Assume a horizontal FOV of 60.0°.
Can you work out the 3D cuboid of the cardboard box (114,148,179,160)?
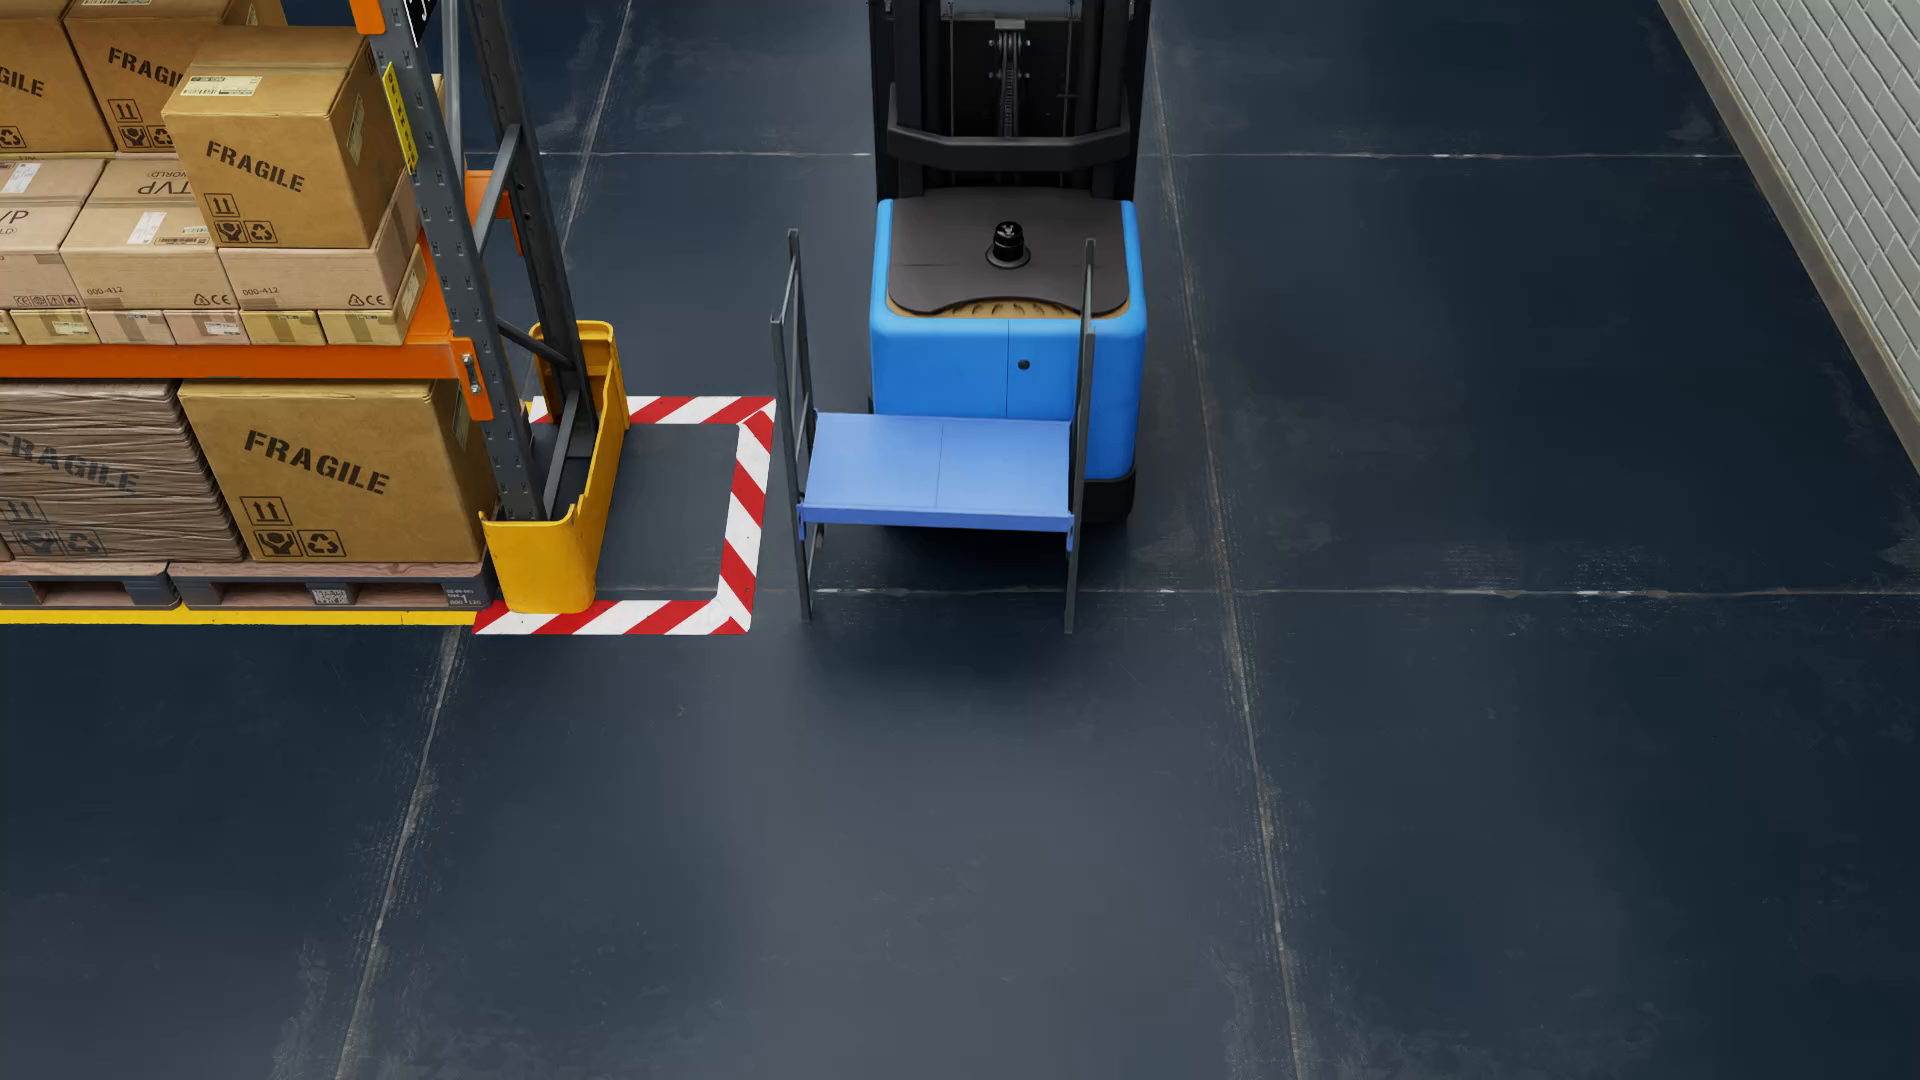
[{"bbox_3d":[-2.631,-1.410,5.912,0.500,0.250,0.500,0,47,0],"label":"cardboard box"}]

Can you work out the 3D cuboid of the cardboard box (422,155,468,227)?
[{"bbox_3d":[-1.986,-1.321,6.102,0.250,0.149,0.380,1,47,1],"label":"cardboard box"}]

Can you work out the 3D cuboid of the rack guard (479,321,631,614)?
[{"bbox_3d":[-1.608,-0.312,6.699,0.348,0.500,1.175,0,47,0],"label":"rack guard"}]

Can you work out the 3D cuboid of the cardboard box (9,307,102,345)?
[{"bbox_3d":[-3.011,-0.840,5.654,0.250,0.149,0.380,-1,47,-1],"label":"cardboard box"}]

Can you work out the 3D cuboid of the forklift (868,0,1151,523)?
[{"bbox_3d":[0.193,-2.128,6.729,1.130,2.935,3.031,0,47,0],"label":"forklift"}]

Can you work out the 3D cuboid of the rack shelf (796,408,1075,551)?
[{"bbox_3d":[-0.076,-0.229,6.184,1.000,0.185,0.538,2,47,2],"label":"rack shelf"}]

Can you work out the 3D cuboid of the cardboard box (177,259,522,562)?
[{"bbox_3d":[-2.272,-0.526,6.355,0.875,0.875,0.875,0,47,0],"label":"cardboard box"}]

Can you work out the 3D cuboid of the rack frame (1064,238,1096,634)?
[{"bbox_3d":[0.432,-0.331,6.034,0.032,1.500,0.500,2,47,2],"label":"rack frame"}]

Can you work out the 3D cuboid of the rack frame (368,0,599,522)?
[{"bbox_3d":[-1.632,-1.164,5.784,0.127,3.000,1.000,0,47,0],"label":"rack frame"}]

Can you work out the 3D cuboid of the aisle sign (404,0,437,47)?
[{"bbox_3d":[-1.561,-1.830,4.628,0.004,0.787,0.394,0,47,0],"label":"aisle sign"}]

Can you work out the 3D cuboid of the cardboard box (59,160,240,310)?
[{"bbox_3d":[-2.625,-1.023,5.552,0.500,0.250,0.500,-1,47,-1],"label":"cardboard box"}]

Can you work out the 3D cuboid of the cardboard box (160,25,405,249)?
[{"bbox_3d":[-2.120,-1.279,5.278,0.500,0.500,0.500,1,47,1],"label":"cardboard box"}]

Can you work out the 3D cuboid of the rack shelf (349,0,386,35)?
[{"bbox_3d":[-3.632,-1.946,4.955,4.000,0.370,1.077,0,47,0],"label":"rack shelf"}]

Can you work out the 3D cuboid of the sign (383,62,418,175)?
[{"bbox_3d":[-1.648,-1.242,4.904,0.005,0.325,0.100,0,47,0],"label":"sign"}]

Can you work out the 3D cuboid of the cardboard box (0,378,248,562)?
[{"bbox_3d":[-3.182,-0.529,6.358,0.875,0.875,0.875,0,47,0],"label":"cardboard box"}]

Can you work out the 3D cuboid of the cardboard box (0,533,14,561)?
[{"bbox_3d":[-4.072,-0.531,6.360,0.875,0.875,0.875,0,47,0],"label":"cardboard box"}]

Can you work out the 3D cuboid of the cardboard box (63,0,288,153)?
[{"bbox_3d":[-2.611,-1.670,5.642,0.500,0.500,0.500,-1,47,-1],"label":"cardboard box"}]

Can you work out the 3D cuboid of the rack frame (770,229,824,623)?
[{"bbox_3d":[-0.583,-0.372,6.071,0.032,1.500,0.500,2,47,2],"label":"rack frame"}]

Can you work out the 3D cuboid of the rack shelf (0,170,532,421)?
[{"bbox_3d":[-3.632,-0.924,6.053,4.000,0.370,1.077,0,47,0],"label":"rack shelf"}]

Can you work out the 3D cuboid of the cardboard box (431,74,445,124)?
[{"bbox_3d":[-2.111,-1.413,5.915,0.500,0.250,0.500,-1,47,-1],"label":"cardboard box"}]

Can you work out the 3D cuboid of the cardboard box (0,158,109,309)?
[{"bbox_3d":[-3.134,-1.024,5.553,0.500,0.250,0.500,-1,47,-1],"label":"cardboard box"}]

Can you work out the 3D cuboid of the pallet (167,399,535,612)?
[{"bbox_3d":[-2.432,-0.159,6.754,1.213,0.211,1.003,0,47,0],"label":"pallet"}]

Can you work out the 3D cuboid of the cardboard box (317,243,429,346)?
[{"bbox_3d":[-1.989,-0.838,5.653,0.250,0.149,0.380,1,47,1],"label":"cardboard box"}]

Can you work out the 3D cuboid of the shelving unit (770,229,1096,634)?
[{"bbox_3d":[-0.076,-0.351,6.052,1.048,1.500,0.538,2,47,2],"label":"shelving unit"}]

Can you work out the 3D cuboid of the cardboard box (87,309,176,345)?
[{"bbox_3d":[-2.751,-0.841,5.655,0.250,0.149,0.380,1,47,1],"label":"cardboard box"}]

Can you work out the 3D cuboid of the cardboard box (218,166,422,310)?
[{"bbox_3d":[-2.118,-1.021,5.551,0.500,0.250,0.500,-1,47,0],"label":"cardboard box"}]

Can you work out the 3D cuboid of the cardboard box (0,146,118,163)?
[{"bbox_3d":[-3.133,-1.414,5.916,0.500,0.250,0.500,-1,47,-1],"label":"cardboard box"}]

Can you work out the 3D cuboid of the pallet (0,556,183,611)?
[{"bbox_3d":[-3.649,-0.164,6.759,1.213,0.211,1.003,0,47,0],"label":"pallet"}]

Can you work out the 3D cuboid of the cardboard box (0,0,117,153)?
[{"bbox_3d":[-3.129,-1.667,5.639,0.500,0.500,0.500,-1,47,-1],"label":"cardboard box"}]

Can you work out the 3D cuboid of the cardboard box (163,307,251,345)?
[{"bbox_3d":[-2.502,-0.839,5.654,0.250,0.149,0.380,0,47,0],"label":"cardboard box"}]

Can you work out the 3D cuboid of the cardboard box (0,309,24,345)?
[{"bbox_3d":[-3.270,-0.840,5.655,0.250,0.149,0.380,0,47,0],"label":"cardboard box"}]

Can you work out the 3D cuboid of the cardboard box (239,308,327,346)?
[{"bbox_3d":[-2.249,-0.838,5.652,0.250,0.149,0.380,1,47,1],"label":"cardboard box"}]
